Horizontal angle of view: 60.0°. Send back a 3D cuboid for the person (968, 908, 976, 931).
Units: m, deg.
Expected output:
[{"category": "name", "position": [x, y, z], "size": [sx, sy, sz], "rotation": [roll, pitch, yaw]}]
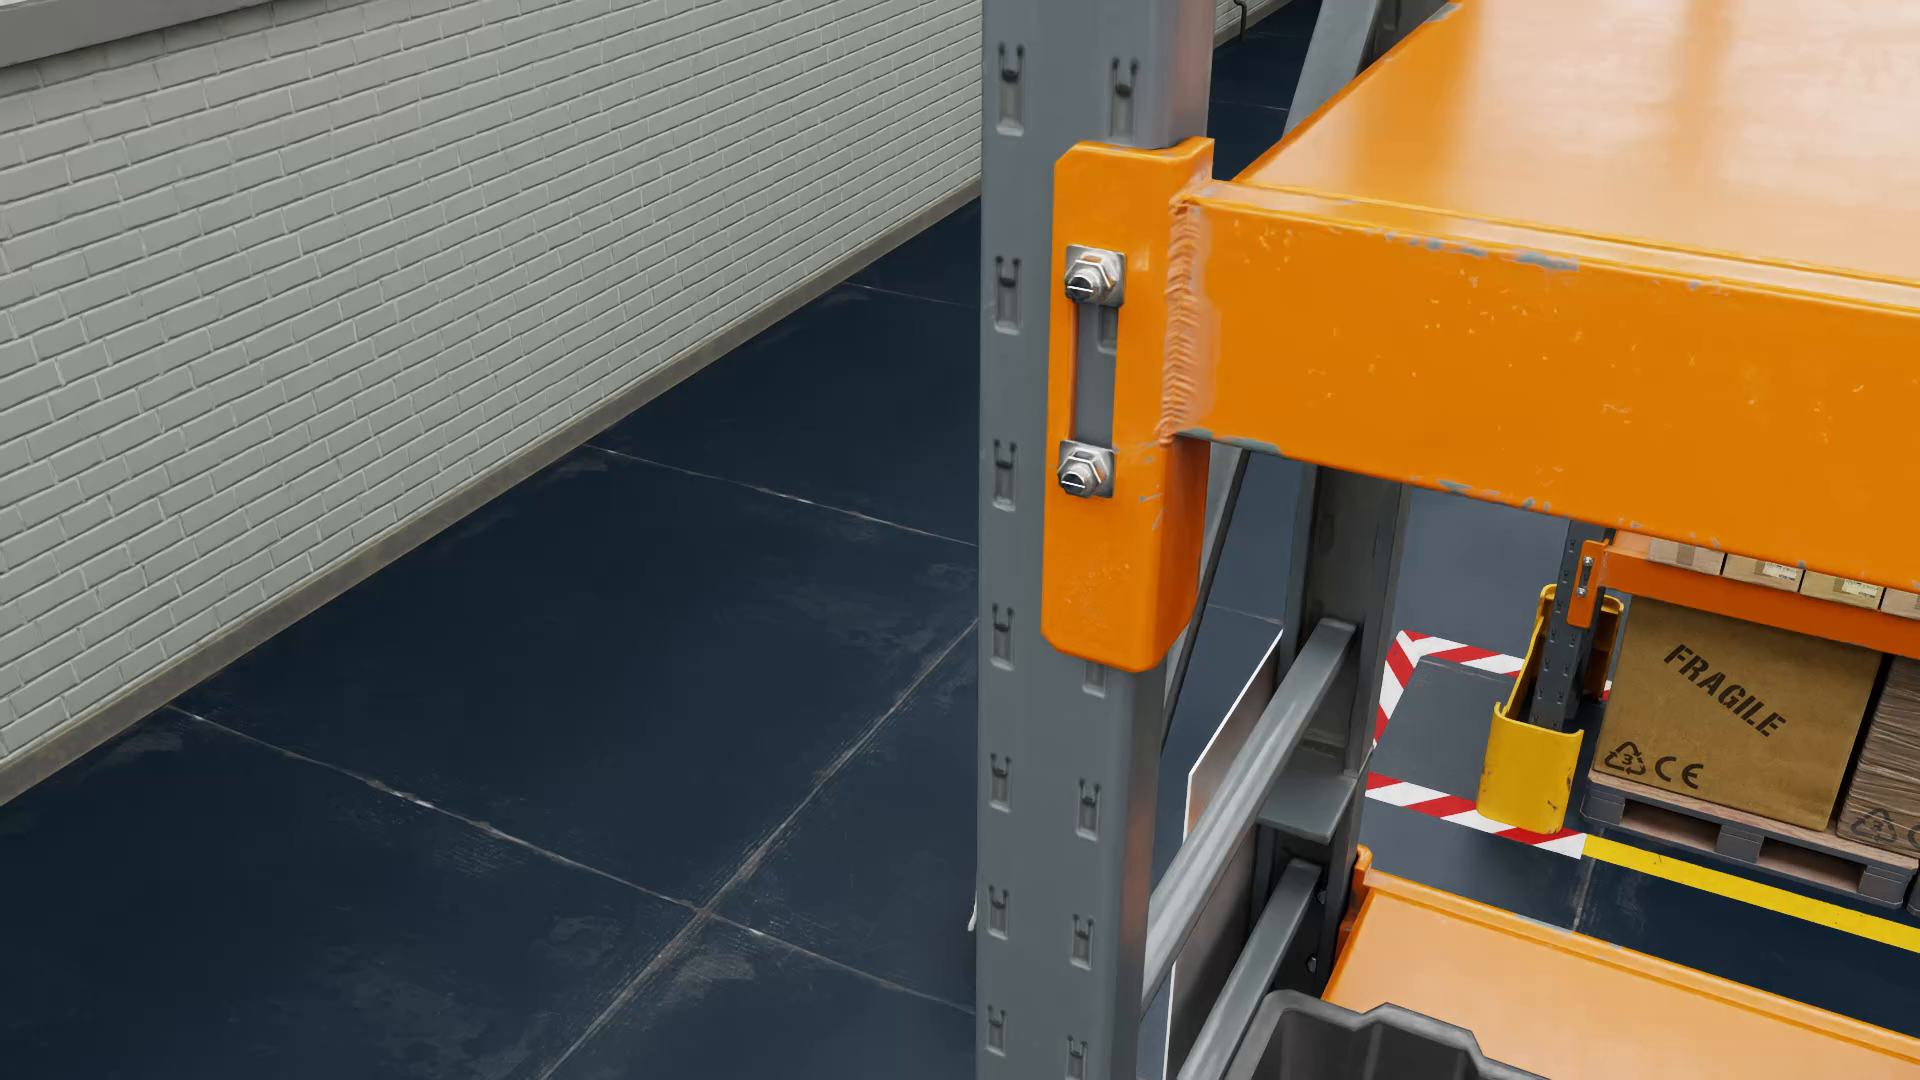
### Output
[{"category": "person", "position": [0.407, 1.023, 6.162], "size": [0.572, 0.955, 0.882], "rotation": [14, 33, 23]}]
